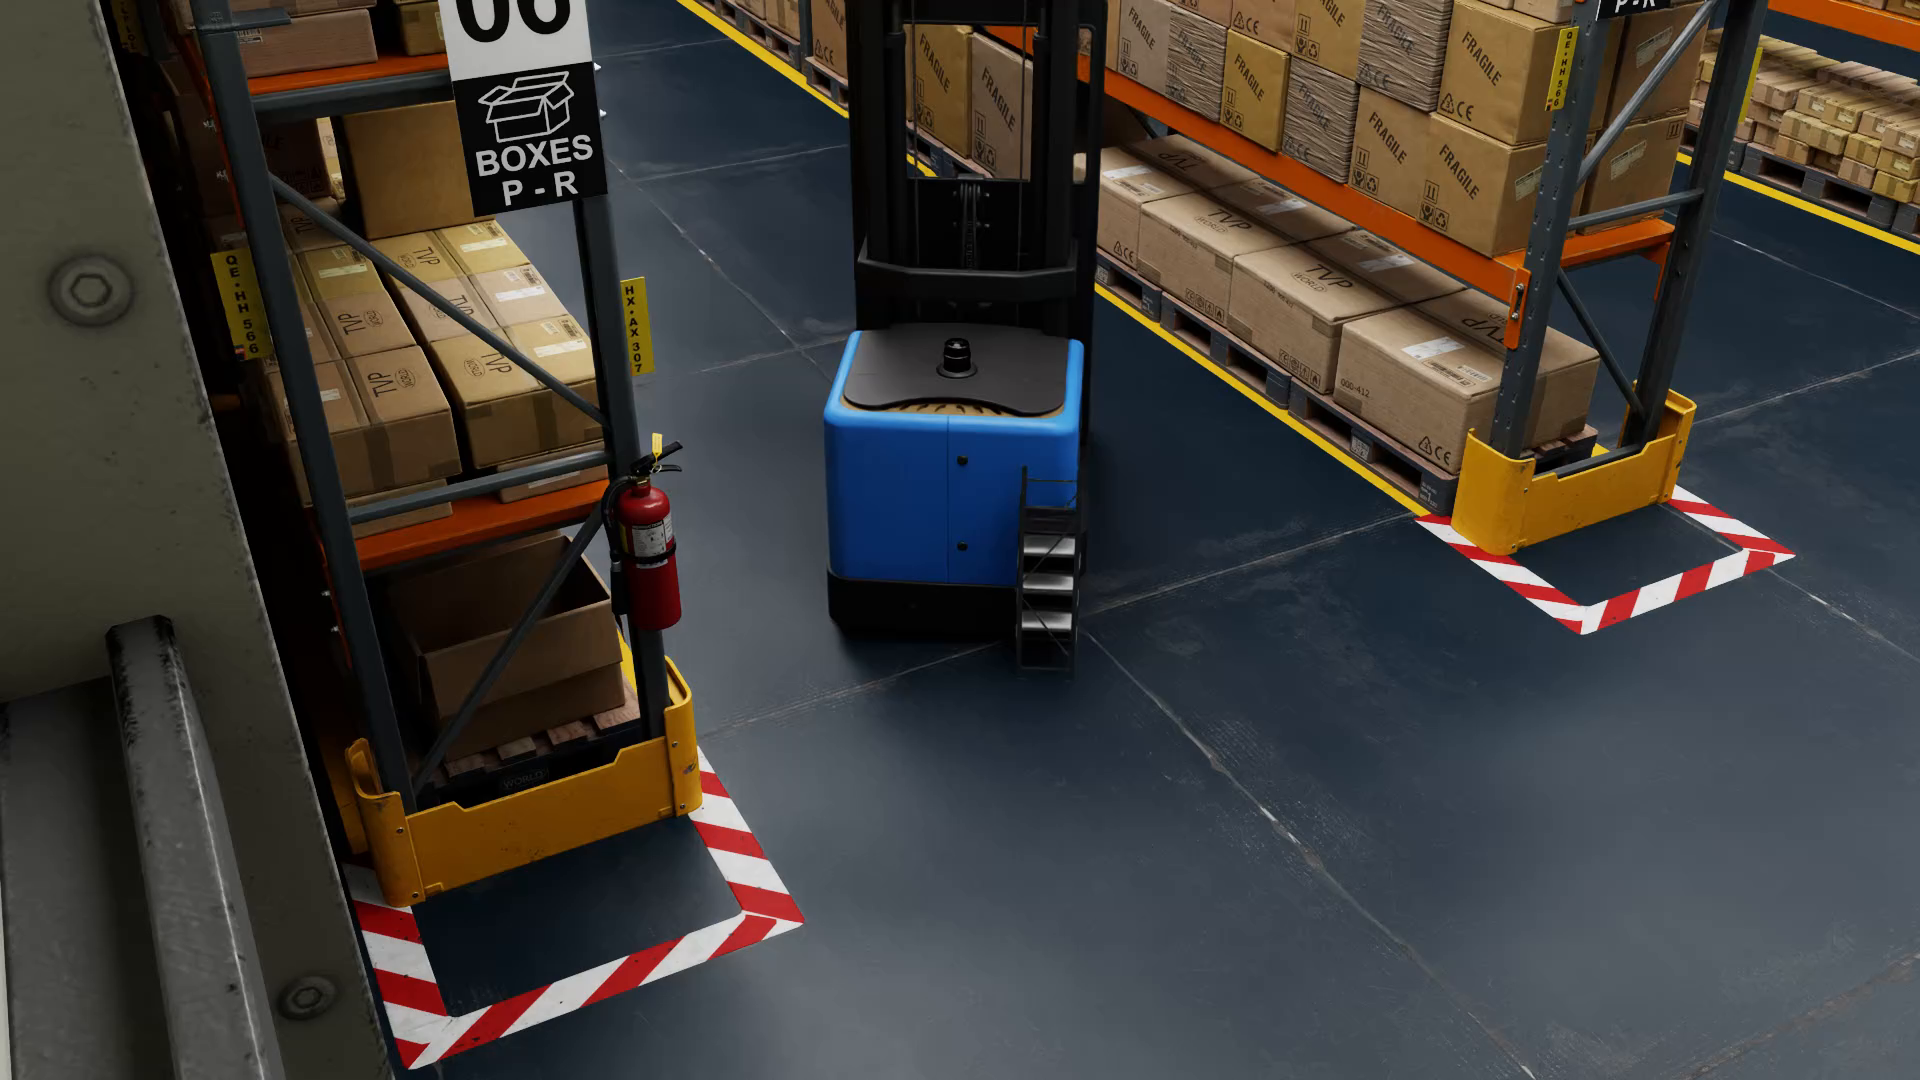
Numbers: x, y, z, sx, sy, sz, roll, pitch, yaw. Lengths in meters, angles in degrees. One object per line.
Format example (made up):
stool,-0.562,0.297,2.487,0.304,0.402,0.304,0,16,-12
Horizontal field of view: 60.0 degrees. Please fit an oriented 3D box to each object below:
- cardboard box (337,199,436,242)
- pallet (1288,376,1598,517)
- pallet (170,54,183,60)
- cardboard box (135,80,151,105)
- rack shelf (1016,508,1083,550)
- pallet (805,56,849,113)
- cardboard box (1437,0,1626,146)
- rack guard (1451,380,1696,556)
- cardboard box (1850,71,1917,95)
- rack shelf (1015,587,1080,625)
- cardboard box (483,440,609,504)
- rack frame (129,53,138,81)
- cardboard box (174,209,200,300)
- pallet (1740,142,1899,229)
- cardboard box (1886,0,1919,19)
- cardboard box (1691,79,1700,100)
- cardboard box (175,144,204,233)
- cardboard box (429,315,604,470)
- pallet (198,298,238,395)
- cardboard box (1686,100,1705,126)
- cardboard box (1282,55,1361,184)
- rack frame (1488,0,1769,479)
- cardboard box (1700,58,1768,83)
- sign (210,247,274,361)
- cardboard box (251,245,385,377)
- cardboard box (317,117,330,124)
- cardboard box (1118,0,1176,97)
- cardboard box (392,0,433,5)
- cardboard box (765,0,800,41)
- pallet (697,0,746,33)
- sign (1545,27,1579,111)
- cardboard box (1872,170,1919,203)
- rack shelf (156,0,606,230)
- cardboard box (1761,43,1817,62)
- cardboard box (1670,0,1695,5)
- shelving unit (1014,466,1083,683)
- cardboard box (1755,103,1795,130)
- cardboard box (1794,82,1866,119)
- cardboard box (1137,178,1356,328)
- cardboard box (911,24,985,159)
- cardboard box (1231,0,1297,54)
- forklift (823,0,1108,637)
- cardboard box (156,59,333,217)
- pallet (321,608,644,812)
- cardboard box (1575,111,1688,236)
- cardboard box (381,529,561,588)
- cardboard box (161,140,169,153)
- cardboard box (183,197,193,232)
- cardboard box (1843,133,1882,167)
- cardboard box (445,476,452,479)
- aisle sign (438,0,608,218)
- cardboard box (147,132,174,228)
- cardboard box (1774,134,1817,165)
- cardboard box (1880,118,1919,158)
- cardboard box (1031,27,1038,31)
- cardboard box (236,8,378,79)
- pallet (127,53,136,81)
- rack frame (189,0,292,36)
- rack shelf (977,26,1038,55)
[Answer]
cardboard box,-2.209,-1.233,6.776,0.500,0.250,0.500,-17,36,-24
pallet,2.444,-0.604,8.517,1.003,0.211,1.213,-16,36,-23
pallet,-3.645,-2.403,8.917,1.003,0.211,1.213,-16,36,-23
cardboard box,-5.166,-2.920,10.874,0.380,0.149,0.250,-15,35,-22
rack shelf,0.357,-0.052,6.578,0.258,0.077,0.200,2,33,4
pallet,-0.543,-3.665,13.294,1.003,0.211,1.213,-16,36,-23
cardboard box,2.450,-2.049,7.168,0.500,0.500,0.500,-15,35,-22
rack guard,2.897,-0.352,7.856,1.175,0.500,0.348,-16,36,-23
cardboard box,6.422,-3.137,11.587,0.380,0.149,0.250,-17,36,-25
rack shelf,0.357,0.251,6.772,0.258,0.077,0.200,2,33,4
cardboard box,-1.414,-0.286,5.668,0.380,0.149,0.250,-16,36,-23
rack frame,-5.234,-3.984,11.207,1.000,3.000,0.127,-16,36,-23
cardboard box,-4.083,-1.598,9.411,0.500,0.500,0.500,-17,37,-25
pallet,6.270,-2.549,11.553,1.003,0.211,1.213,-16,36,-23
cardboard box,6.155,-3.447,10.603,0.380,0.149,0.250,-15,36,-22
cardboard box,5.436,-3.368,12.224,0.380,0.149,0.250,-16,36,-23
cardboard box,-3.137,-1.595,7.342,0.500,0.250,0.500,-16,36,-24
cardboard box,-1.477,-0.512,5.652,0.500,0.250,0.500,-16,36,-23
pallet,-3.781,-1.279,9.571,1.003,0.211,1.213,-16,36,-23
cardboard box,5.524,-3.107,12.093,0.380,0.149,0.250,-16,36,-23
cardboard box,1.957,-2.108,8.187,0.500,0.500,0.500,-15,36,-22
rack frame,2.886,-1.416,7.199,1.000,3.000,0.127,-16,36,-23
cardboard box,5.567,-3.374,11.957,0.380,0.149,0.250,-16,36,-24
sign,-2.004,-0.656,4.647,0.100,0.325,0.005,-16,36,-23
cardboard box,-2.419,-0.865,6.202,0.500,0.250,0.500,-15,35,-22
cardboard box,-2.916,-1.955,7.904,0.500,0.250,0.500,-15,36,-22
cardboard box,1.239,-2.836,9.323,0.500,0.500,0.500,-16,36,-23
cardboard box,-1.469,-1.771,4.837,0.500,0.250,0.500,-16,36,-24
cardboard box,-1.099,-4.576,14.179,0.950,0.372,0.625,-18,37,-26
pallet,-1.772,-5.014,15.401,1.003,0.211,1.213,-16,36,-23
sign,2.399,-1.873,6.620,0.100,0.325,0.005,-16,36,-23
cardboard box,6.230,-2.350,10.911,0.380,0.149,0.250,-18,37,-25
rack shelf,-2.436,-2.080,6.123,1.077,0.370,4.000,-16,36,-23
cardboard box,6.025,-3.512,12.173,0.380,0.149,0.250,-16,36,-24
cardboard box,2.965,-2.391,7.101,0.380,0.149,0.250,-15,36,-22
shelving unit,0.357,0.147,6.705,0.258,0.900,0.210,2,33,4
cardboard box,5.812,-2.994,11.641,0.380,0.149,0.250,-14,35,-21
cardboard box,5.956,-3.004,11.380,0.380,0.149,0.250,-17,37,-25
cardboard box,1.636,-1.669,9.580,0.875,0.438,0.875,-17,36,-24
cardboard box,0.233,-3.312,11.739,0.875,0.875,0.875,-15,36,-22
cardboard box,1.720,-2.769,8.291,0.500,0.500,0.500,-16,36,-23
forklift,0.091,-1.600,7.550,1.130,2.935,3.031,3,33,4
cardboard box,-2.910,-1.675,6.772,0.500,0.500,0.500,-17,36,-24
pallet,-1.912,0.592,6.650,1.003,0.211,1.213,-16,36,-23
cardboard box,2.916,-1.759,7.643,0.500,0.500,0.500,-16,36,-23
cardboard box,-2.069,-0.024,6.954,0.700,0.500,0.500,-14,35,-21
cardboard box,-4.528,-2.311,9.922,0.380,0.149,0.250,-17,37,-25
cardboard box,-4.044,-1.813,9.146,0.380,0.149,0.250,-15,36,-23
cardboard box,6.119,-2.610,11.040,0.380,0.149,0.250,-14,35,-21
cardboard box,-1.960,-0.287,5.670,0.380,0.149,0.250,-15,35,-22
aisle sign,-1.212,-1.302,4.611,0.394,0.787,0.004,-16,36,-23
cardboard box,-4.828,-2.345,10.577,0.500,0.500,0.500,-14,35,-21
cardboard box,5.879,-2.731,11.505,0.380,0.149,0.250,-17,36,-24
cardboard box,6.208,-2.605,10.757,0.380,0.149,0.250,-15,35,-21
cardboard box,0.588,-3.412,10.455,0.500,0.250,0.500,-17,36,-24
cardboard box,-1.858,-1.418,4.654,0.380,0.149,0.250,-15,36,-22
pallet,-6.148,-3.794,13.495,1.003,0.211,1.213,-16,36,-23
rack frame,-1.504,-2.692,3.630,1.000,3.000,0.127,-16,36,-23
rack shelf,0.088,-3.977,11.863,1.077,0.370,4.000,-16,36,-23
